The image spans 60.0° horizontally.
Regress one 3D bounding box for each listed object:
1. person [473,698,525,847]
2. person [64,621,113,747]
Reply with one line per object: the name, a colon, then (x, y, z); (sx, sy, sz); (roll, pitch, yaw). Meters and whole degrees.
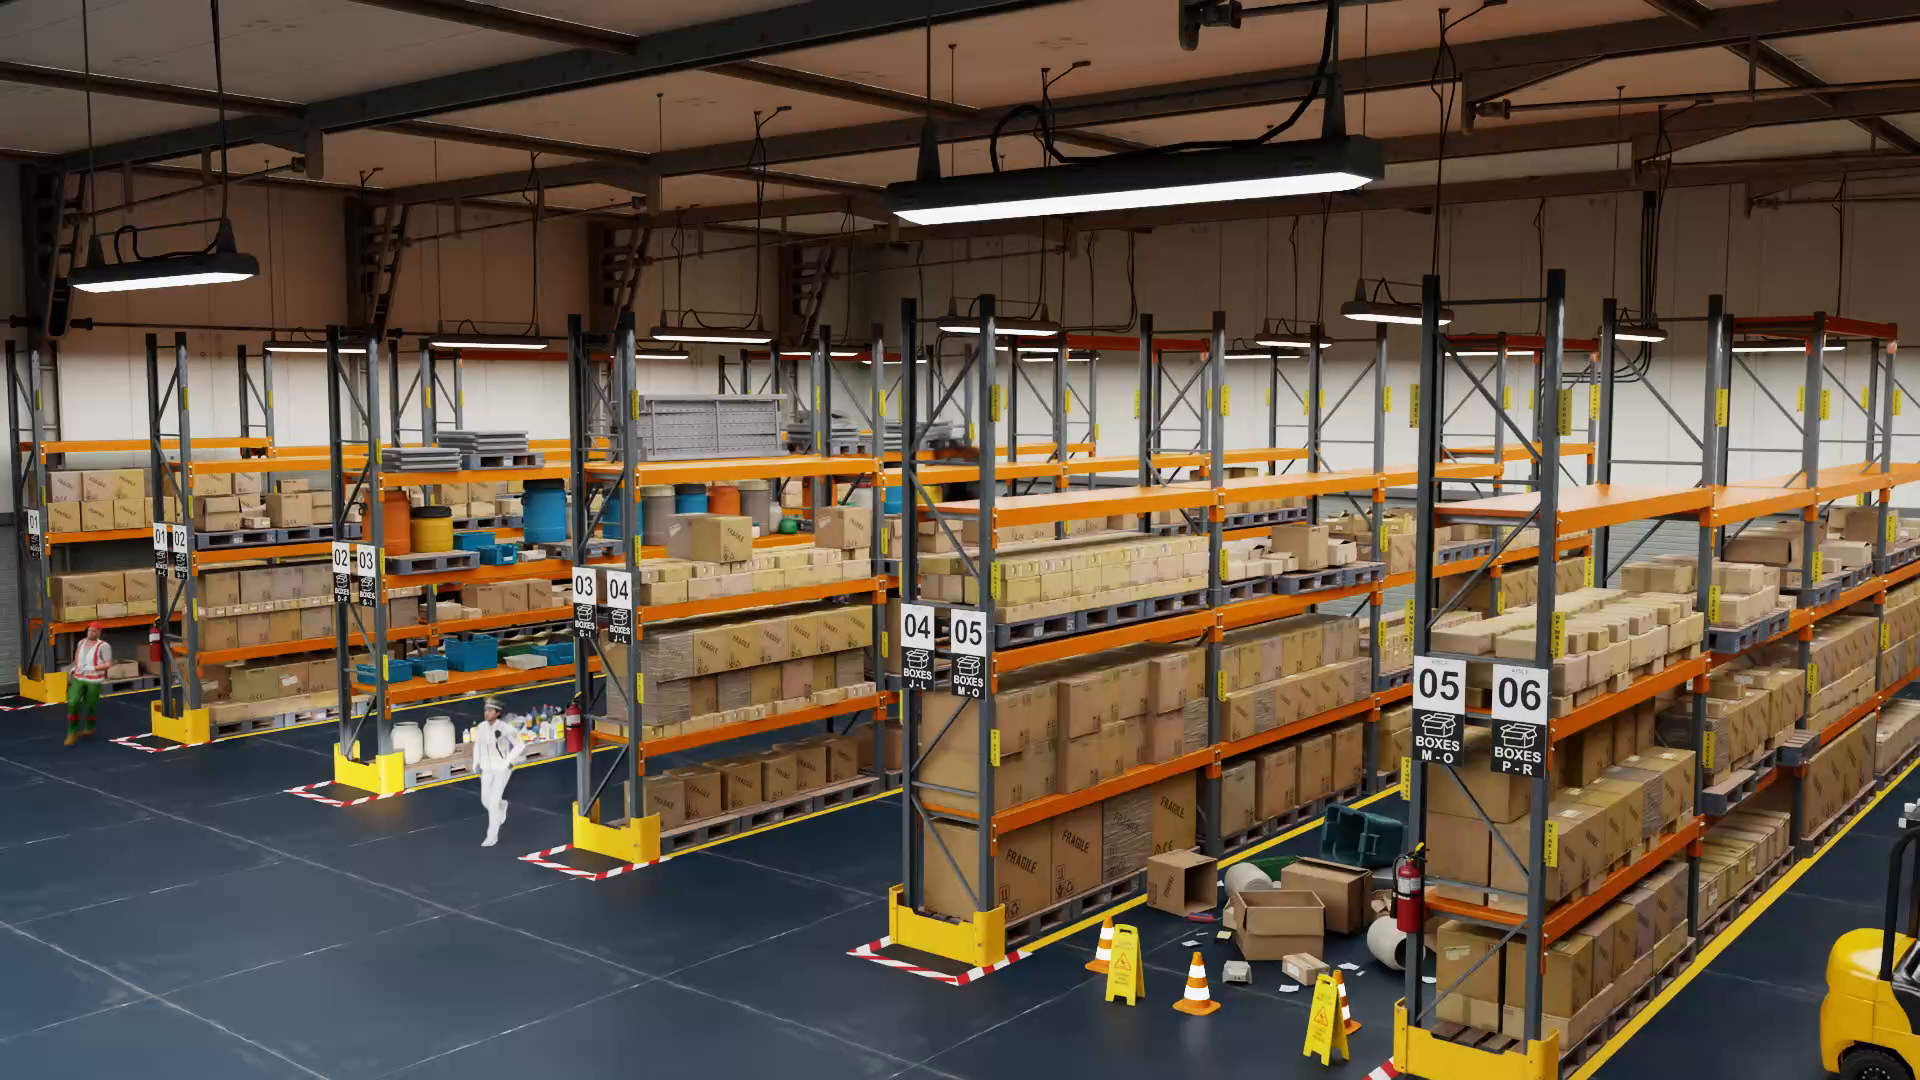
person: (-5.296, 2.630, 19.126); (0.628, 1.687, 0.697); (1, 5, 15)
person: (-12.785, 2.078, 24.405); (0.688, 1.769, 0.782); (0, 5, -5)
